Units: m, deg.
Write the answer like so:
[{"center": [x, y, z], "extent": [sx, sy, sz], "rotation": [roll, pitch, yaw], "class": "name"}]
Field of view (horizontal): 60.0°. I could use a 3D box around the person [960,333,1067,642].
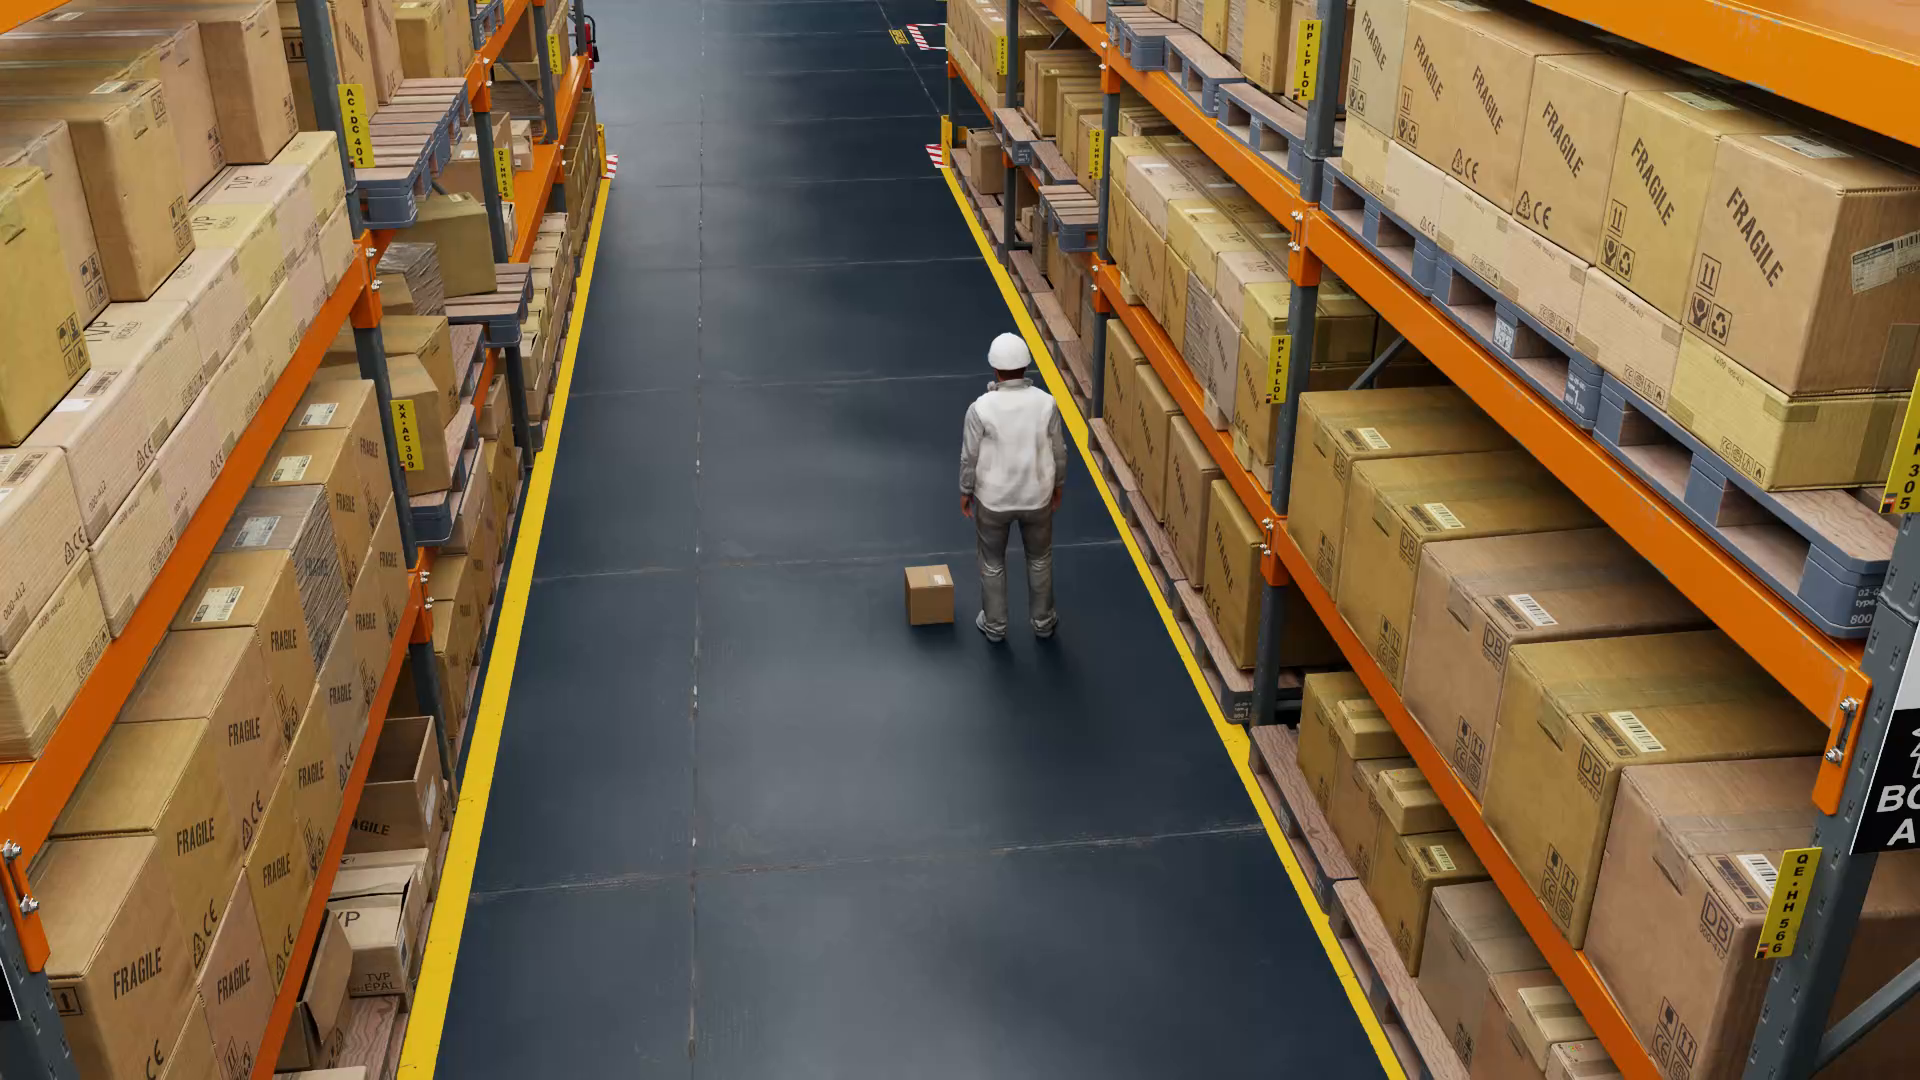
[{"center": [0.289, -0.267, 9.116], "extent": [0.589, 1.769, 0.462], "rotation": [-4, 27, -7], "class": "person"}]
